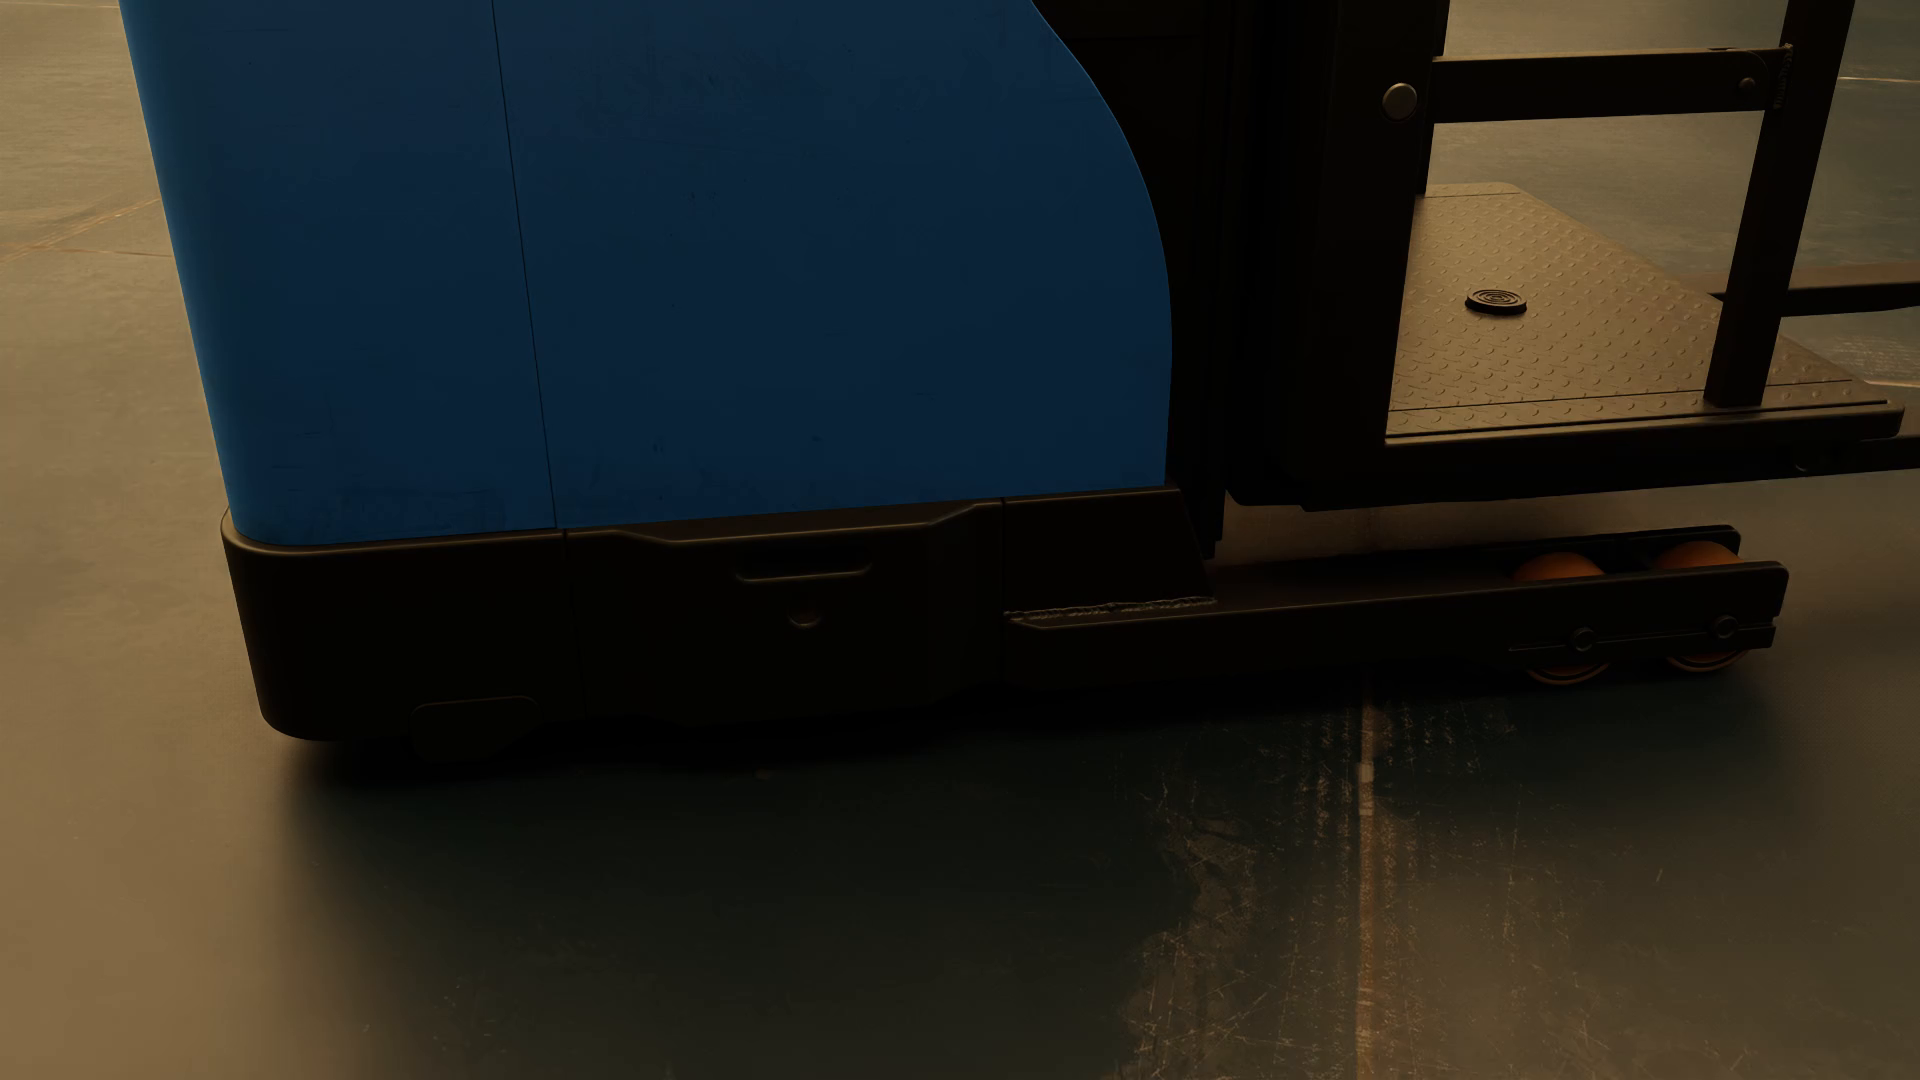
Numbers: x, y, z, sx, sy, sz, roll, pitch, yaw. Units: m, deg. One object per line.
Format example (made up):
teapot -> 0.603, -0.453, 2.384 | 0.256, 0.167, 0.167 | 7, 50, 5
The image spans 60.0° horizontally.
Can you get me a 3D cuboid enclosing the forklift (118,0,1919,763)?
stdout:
forklift -> 0.600, -1.354, 1.930 | 3.031, 2.935, 1.130 | -4, 27, -9
